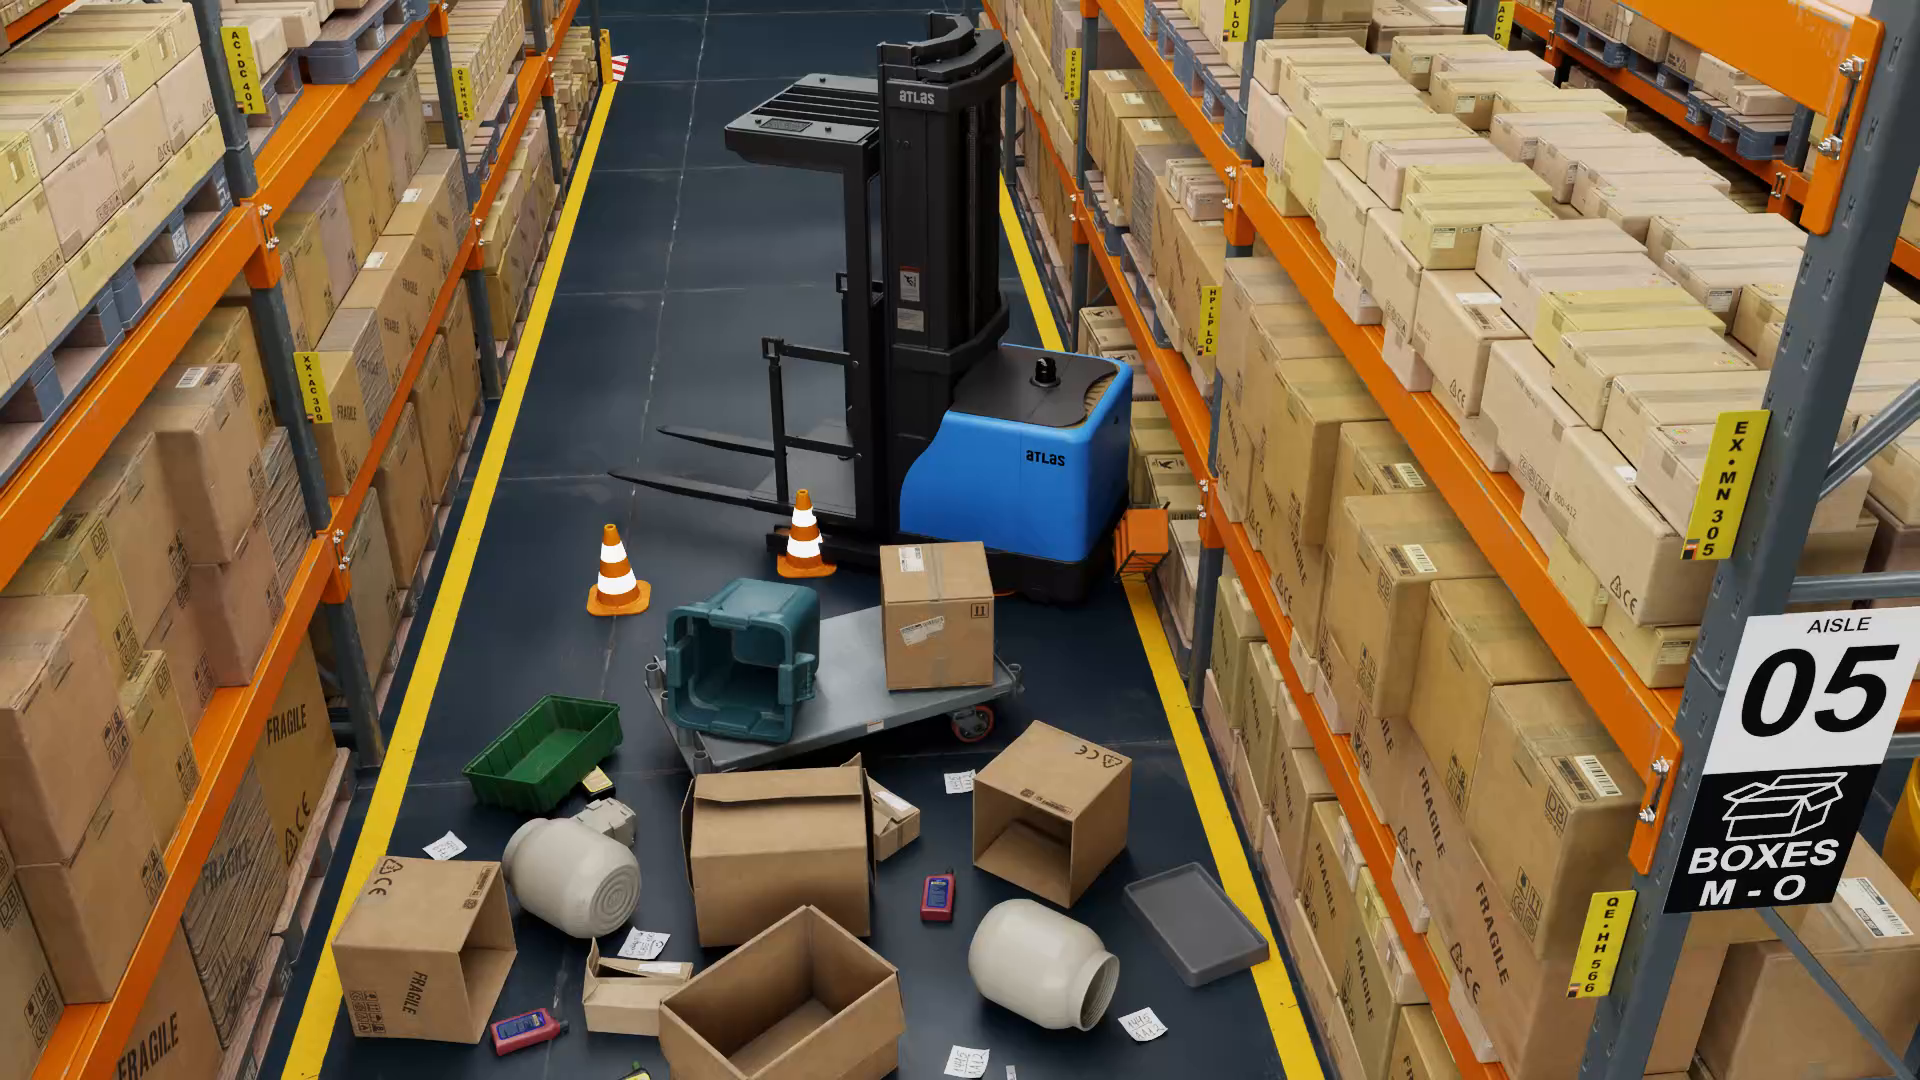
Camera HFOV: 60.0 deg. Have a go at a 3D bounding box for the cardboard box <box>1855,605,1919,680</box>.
[{"bbox_3d":[2.321,0.184,3.836,0.380,0.149,0.250,-3,31,-5],"label":"cardboard box"}]

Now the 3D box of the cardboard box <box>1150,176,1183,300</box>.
[{"bbox_3d":[1.294,-1.586,8.682,0.500,0.500,0.500,-2,31,-3],"label":"cardboard box"}]

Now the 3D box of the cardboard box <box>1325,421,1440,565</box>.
[{"bbox_3d":[1.665,-0.077,5.590,0.700,0.500,0.500,-3,31,-5],"label":"cardboard box"}]

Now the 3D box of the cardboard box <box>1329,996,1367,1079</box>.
[{"bbox_3d":[1.645,1.885,5.941,0.500,0.250,0.500,-3,31,-4],"label":"cardboard box"}]

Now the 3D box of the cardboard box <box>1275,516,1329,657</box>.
[{"bbox_3d":[1.523,0.086,6.292,0.500,0.500,0.500,-3,31,-5],"label":"cardboard box"}]

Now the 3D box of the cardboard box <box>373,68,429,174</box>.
[{"bbox_3d":[-3.606,-2.489,9.919,0.700,0.500,0.500,-3,31,-5],"label":"cardboard box"}]

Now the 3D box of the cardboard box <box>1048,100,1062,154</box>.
[{"bbox_3d":[0.912,-2.977,11.955,0.500,0.250,0.500,-2,31,-4],"label":"cardboard box"}]

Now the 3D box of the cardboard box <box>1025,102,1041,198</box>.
[{"bbox_3d":[1.045,-3.533,14.402,0.875,0.875,0.875,-2,31,-3],"label":"cardboard box"}]

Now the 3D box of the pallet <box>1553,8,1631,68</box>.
[{"bbox_3d":[5.815,-4.322,14.247,1.003,0.211,1.213,-3,31,-5],"label":"pallet"}]

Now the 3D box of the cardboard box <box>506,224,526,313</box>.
[{"bbox_3d":[-3.500,-1.984,12.174,0.500,0.500,0.500,-2,31,-4],"label":"cardboard box"}]

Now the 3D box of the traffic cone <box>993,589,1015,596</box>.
[{"bbox_3d":[0.145,0.030,9.248,0.336,0.463,0.334,-3,31,-5],"label":"traffic cone"}]

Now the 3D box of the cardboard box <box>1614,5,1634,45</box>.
[{"bbox_3d":[5.597,-4.212,13.598,0.396,0.266,0.258,-1,31,-2],"label":"cardboard box"}]

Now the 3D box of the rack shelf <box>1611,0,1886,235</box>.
[{"bbox_3d":[1.842,-1.737,4.588,1.077,0.370,4.000,-3,31,-5],"label":"rack shelf"}]

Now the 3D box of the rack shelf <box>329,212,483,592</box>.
[{"bbox_3d":[-3.451,-0.917,9.061,1.077,0.370,4.000,-3,31,-5],"label":"rack shelf"}]

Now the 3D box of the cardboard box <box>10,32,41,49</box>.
[{"bbox_3d":[-9.025,-4.171,15.470,0.875,0.875,0.875,-3,31,-5],"label":"cardboard box"}]

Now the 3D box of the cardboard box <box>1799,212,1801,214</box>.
[{"bbox_3d":[6.436,-2.362,12.808,0.500,0.500,0.500,-3,31,-4],"label":"cardboard box"}]

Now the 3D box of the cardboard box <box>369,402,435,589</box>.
[{"bbox_3d":[-3.498,-0.224,8.984,1.050,0.750,0.750,-3,31,-5],"label":"cardboard box"}]

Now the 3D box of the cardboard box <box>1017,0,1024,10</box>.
[{"bbox_3d":[0.737,-4.553,13.374,0.500,0.500,0.500,-3,31,-5],"label":"cardboard box"}]

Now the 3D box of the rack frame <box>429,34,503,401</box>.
[{"bbox_3d":[-3.638,-2.246,10.586,1.000,3.000,0.127,-3,31,-5],"label":"rack frame"}]

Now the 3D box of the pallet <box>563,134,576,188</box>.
[{"bbox_3d":[-4.109,-3.433,15.291,1.003,0.211,1.213,-3,31,-5],"label":"pallet"}]

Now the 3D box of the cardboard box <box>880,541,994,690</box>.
[{"bbox_3d":[-0.114,0.356,7.929,0.500,0.500,0.500,-3,31,-5],"label":"cardboard box"}]

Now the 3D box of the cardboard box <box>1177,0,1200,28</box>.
[{"bbox_3d":[1.367,-2.707,8.168,0.500,0.250,0.500,-2,31,-4],"label":"cardboard box"}]

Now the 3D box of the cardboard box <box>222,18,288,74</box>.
[{"bbox_3d":[-3.114,-2.149,7.235,0.250,0.149,0.380,-3,31,-5],"label":"cardboard box"}]

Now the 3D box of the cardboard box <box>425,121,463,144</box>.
[{"bbox_3d":[-3.483,-2.703,10.895,0.380,0.149,0.250,-1,31,-2],"label":"cardboard box"}]

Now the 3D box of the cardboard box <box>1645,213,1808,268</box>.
[{"bbox_3d":[2.186,-0.814,4.729,0.380,0.149,0.250,-2,31,-3],"label":"cardboard box"}]

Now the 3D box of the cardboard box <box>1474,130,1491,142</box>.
[{"bbox_3d":[2.012,-1.374,6.056,0.500,0.250,0.500,-3,31,-5],"label":"cardboard box"}]

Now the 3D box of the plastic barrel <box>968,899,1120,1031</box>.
[{"bbox_3d":[0.328,1.673,6.536,0.512,0.421,0.421,20,36,29],"label":"plastic barrel"}]

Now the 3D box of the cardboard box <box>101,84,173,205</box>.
[{"bbox_3d":[-2.915,-1.281,5.394,0.500,0.250,0.500,-3,31,-5],"label":"cardboard box"}]

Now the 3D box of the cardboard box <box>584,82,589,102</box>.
[{"bbox_3d":[-3.942,-4.510,16.747,0.380,0.149,0.250,-4,31,-7],"label":"cardboard box"}]

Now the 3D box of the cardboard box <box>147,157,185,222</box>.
[{"bbox_3d":[-2.862,-1.176,5.607,0.380,0.149,0.250,-2,31,-4],"label":"cardboard box"}]

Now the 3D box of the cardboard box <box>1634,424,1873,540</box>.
[{"bbox_3d":[1.703,-0.132,3.587,0.380,0.149,0.250,-2,31,-4],"label":"cardboard box"}]

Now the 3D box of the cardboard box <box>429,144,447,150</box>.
[{"bbox_3d":[-3.479,-2.557,10.941,0.380,0.149,0.250,-3,31,-5],"label":"cardboard box"}]

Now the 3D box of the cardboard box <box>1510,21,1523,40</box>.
[{"bbox_3d":[5.479,-5.211,17.578,0.700,0.500,0.500,-2,31,-3],"label":"cardboard box"}]

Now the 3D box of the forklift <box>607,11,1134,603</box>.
[{"bbox_3d":[-0.585,-1.367,9.180,3.031,2.935,1.130,11,32,17],"label":"forklift"}]

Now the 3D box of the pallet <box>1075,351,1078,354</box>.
[{"bbox_3d":[1.353,-0.939,11.116,1.003,0.211,1.213,-3,31,-5],"label":"pallet"}]

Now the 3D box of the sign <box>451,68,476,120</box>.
[{"bbox_3d":[-3.085,-2.772,10.336,0.100,0.325,0.005,-3,31,-5],"label":"sign"}]

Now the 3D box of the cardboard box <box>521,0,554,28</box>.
[{"bbox_3d":[-3.807,-4.724,14.346,0.500,0.500,0.500,-3,31,-5],"label":"cardboard box"}]

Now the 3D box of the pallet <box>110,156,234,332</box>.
[{"bbox_3d":[-3.198,-1.036,5.720,1.003,0.211,1.213,-3,31,-5],"label":"pallet"}]

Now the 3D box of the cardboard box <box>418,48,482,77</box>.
[{"bbox_3d":[-3.586,-3.355,11.698,0.380,0.149,0.250,-1,31,-2],"label":"cardboard box"}]

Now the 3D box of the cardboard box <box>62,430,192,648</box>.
[{"bbox_3d":[-3.183,0.015,5.600,0.875,0.550,0.550,-3,31,-5],"label":"cardboard box"}]

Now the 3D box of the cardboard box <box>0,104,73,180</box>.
[{"bbox_3d":[-2.795,-1.134,4.758,0.380,0.149,0.250,-3,31,-5],"label":"cardboard box"}]

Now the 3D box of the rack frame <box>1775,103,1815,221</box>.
[{"bbox_3d":[6.223,-2.775,11.471,1.000,3.000,0.127,-3,31,-5],"label":"rack frame"}]

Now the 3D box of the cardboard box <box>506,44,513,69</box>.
[{"bbox_3d":[-3.708,-3.780,12.989,0.380,0.149,0.250,-4,31,-7],"label":"cardboard box"}]

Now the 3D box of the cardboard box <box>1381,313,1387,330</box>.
[{"bbox_3d":[1.583,-0.713,5.339,0.380,0.149,0.250,-3,31,-4],"label":"cardboard box"}]

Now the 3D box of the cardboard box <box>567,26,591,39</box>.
[{"bbox_3d":[-4.083,-5.285,17.463,0.380,0.149,0.250,-2,31,-4],"label":"cardboard box"}]

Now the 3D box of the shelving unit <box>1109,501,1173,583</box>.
[{"bbox_3d":[0.947,0.024,8.793,0.215,0.252,1.050,-1,-10,-1],"label":"shelving unit"}]

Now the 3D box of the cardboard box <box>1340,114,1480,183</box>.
[{"bbox_3d":[1.500,-1.313,5.565,0.380,0.149,0.250,-4,31,-6],"label":"cardboard box"}]

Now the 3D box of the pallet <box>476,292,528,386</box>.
[{"bbox_3d":[-3.709,-1.448,11.969,1.003,0.211,1.213,-3,31,-5],"label":"pallet"}]

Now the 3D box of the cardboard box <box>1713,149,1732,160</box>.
[{"bbox_3d":[6.310,-3.099,13.409,0.380,0.149,0.250,-3,31,-4],"label":"cardboard box"}]

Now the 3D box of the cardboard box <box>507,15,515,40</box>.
[{"bbox_3d":[-3.732,-4.034,13.124,0.380,0.149,0.250,-1,31,-2],"label":"cardboard box"}]

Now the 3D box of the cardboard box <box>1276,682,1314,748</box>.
[{"bbox_3d":[1.471,0.687,6.582,0.380,0.149,0.250,-1,31,-2],"label":"cardboard box"}]

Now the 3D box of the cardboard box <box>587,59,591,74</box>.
[{"bbox_3d":[-4.001,-4.894,17.099,0.380,0.149,0.250,-4,31,-7],"label":"cardboard box"}]

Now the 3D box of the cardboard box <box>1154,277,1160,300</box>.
[{"bbox_3d":[1.251,-1.337,8.898,0.380,0.149,0.250,-3,31,-5],"label":"cardboard box"}]

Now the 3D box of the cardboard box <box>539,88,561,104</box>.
[{"bbox_3d":[-3.924,-4.089,15.460,0.380,0.149,0.250,-4,31,-6],"label":"cardboard box"}]

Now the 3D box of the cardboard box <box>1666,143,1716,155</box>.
[{"bbox_3d":[5.829,-3.079,13.375,0.380,0.149,0.250,-4,31,-7],"label":"cardboard box"}]

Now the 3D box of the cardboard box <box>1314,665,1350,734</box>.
[{"bbox_3d":[1.527,0.572,6.112,0.380,0.149,0.250,-3,31,-5],"label":"cardboard box"}]
